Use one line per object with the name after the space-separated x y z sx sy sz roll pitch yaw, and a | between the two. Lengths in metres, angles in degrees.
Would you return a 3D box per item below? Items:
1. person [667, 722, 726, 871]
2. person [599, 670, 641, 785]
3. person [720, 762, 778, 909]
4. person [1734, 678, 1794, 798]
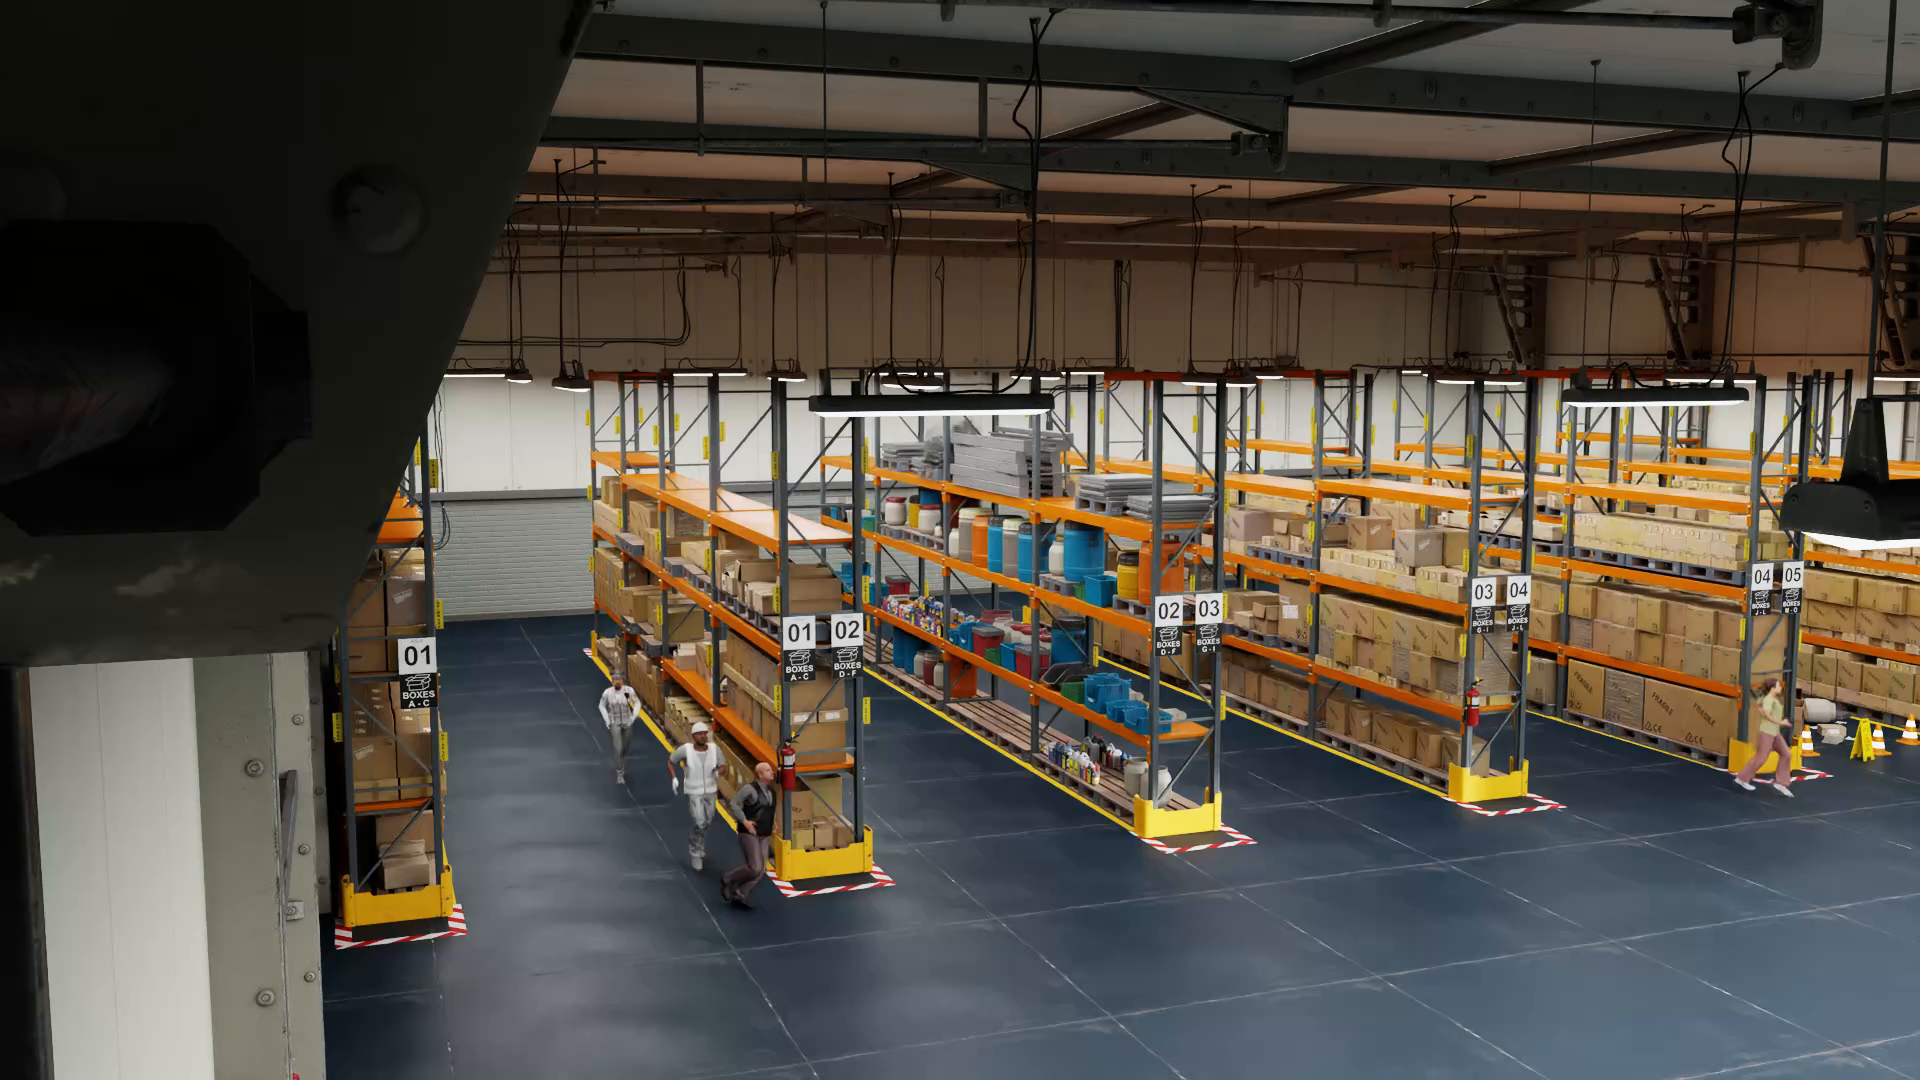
-3.207 3.157 20.569 0.656 1.824 0.744 -4 8 -32 | person
-5.061 2.740 24.784 0.618 1.705 0.713 -2 7 -17 | person
-2.375 3.383 19.188 0.581 1.636 0.715 4 8 34 | person
11.678 2.875 24.036 0.790 1.602 0.615 4 8 35 | person
